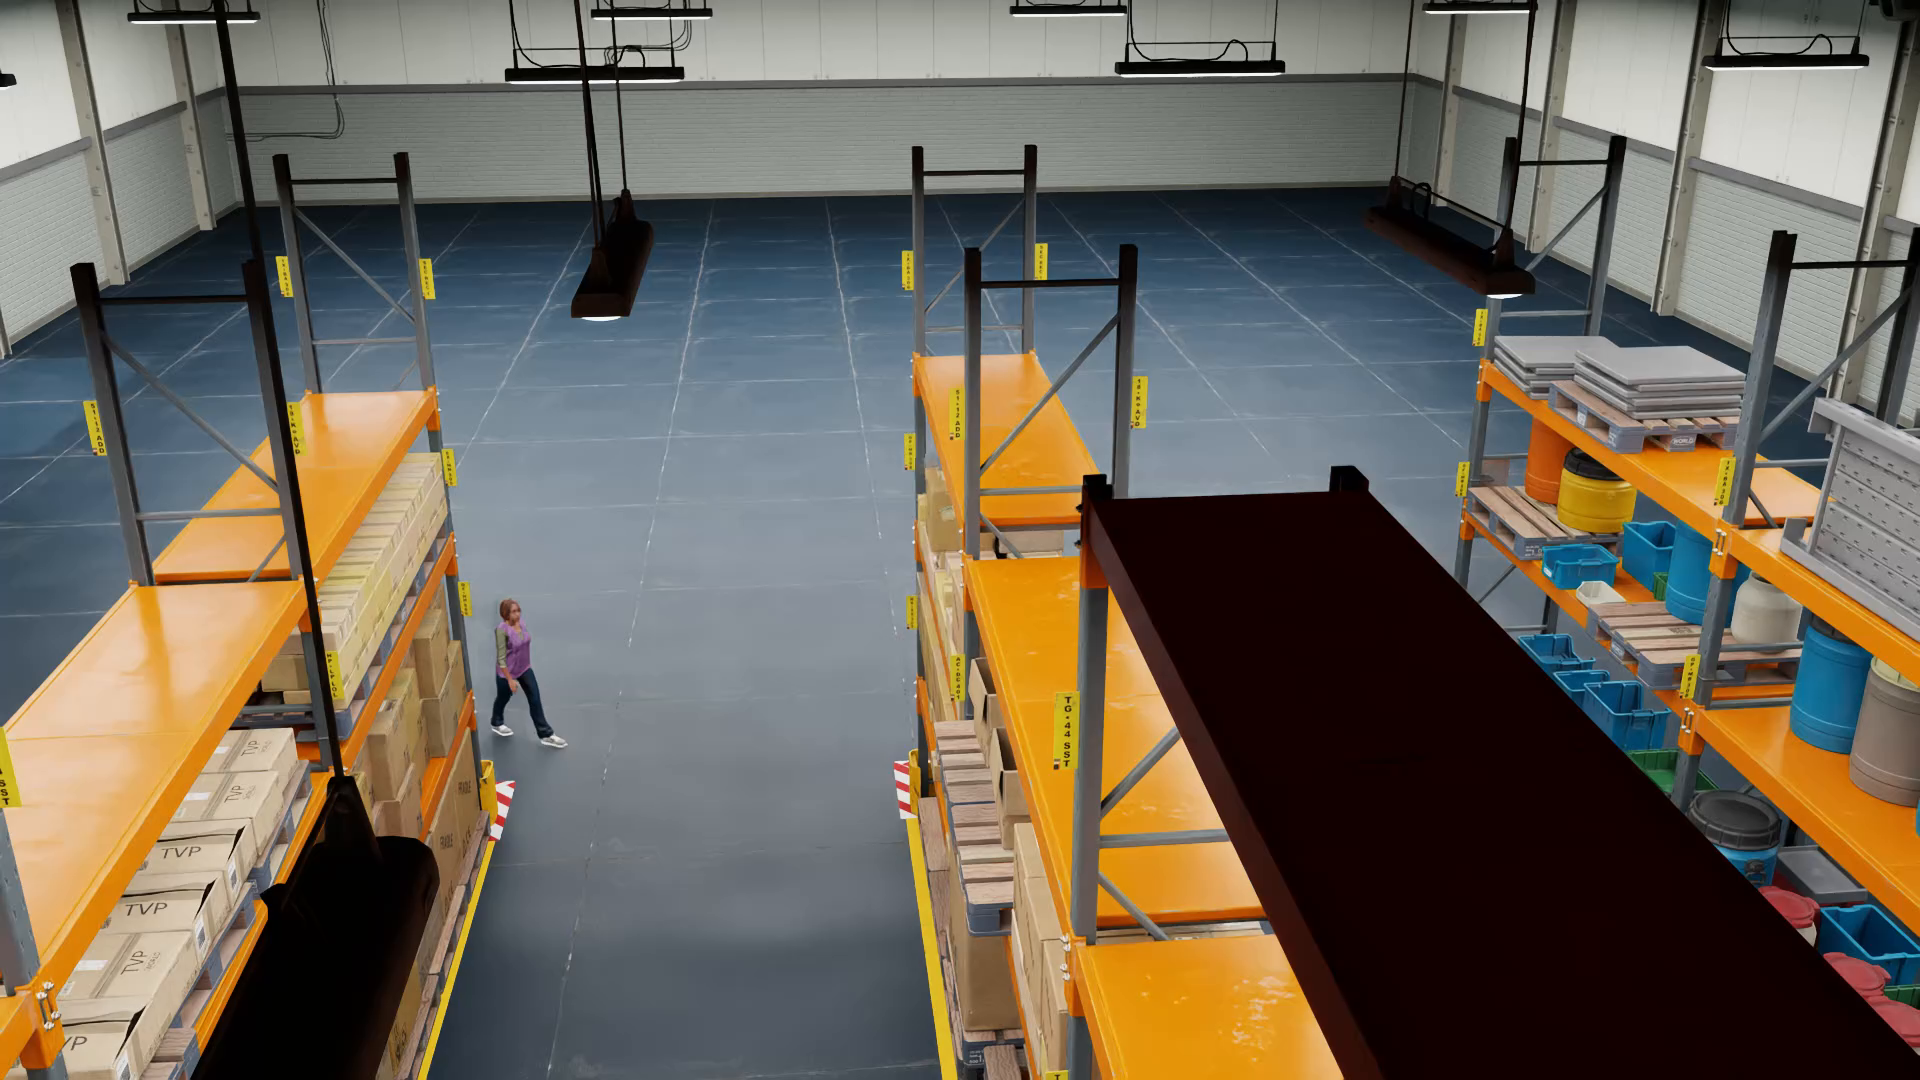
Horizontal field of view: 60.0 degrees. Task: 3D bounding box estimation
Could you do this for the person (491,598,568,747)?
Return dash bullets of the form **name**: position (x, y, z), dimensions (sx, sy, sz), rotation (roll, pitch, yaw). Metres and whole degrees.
- **person**: position (-4.332, 1.283, 16.241), dimensions (0.903, 1.540, 0.439), rotation (14, 25, 31)
